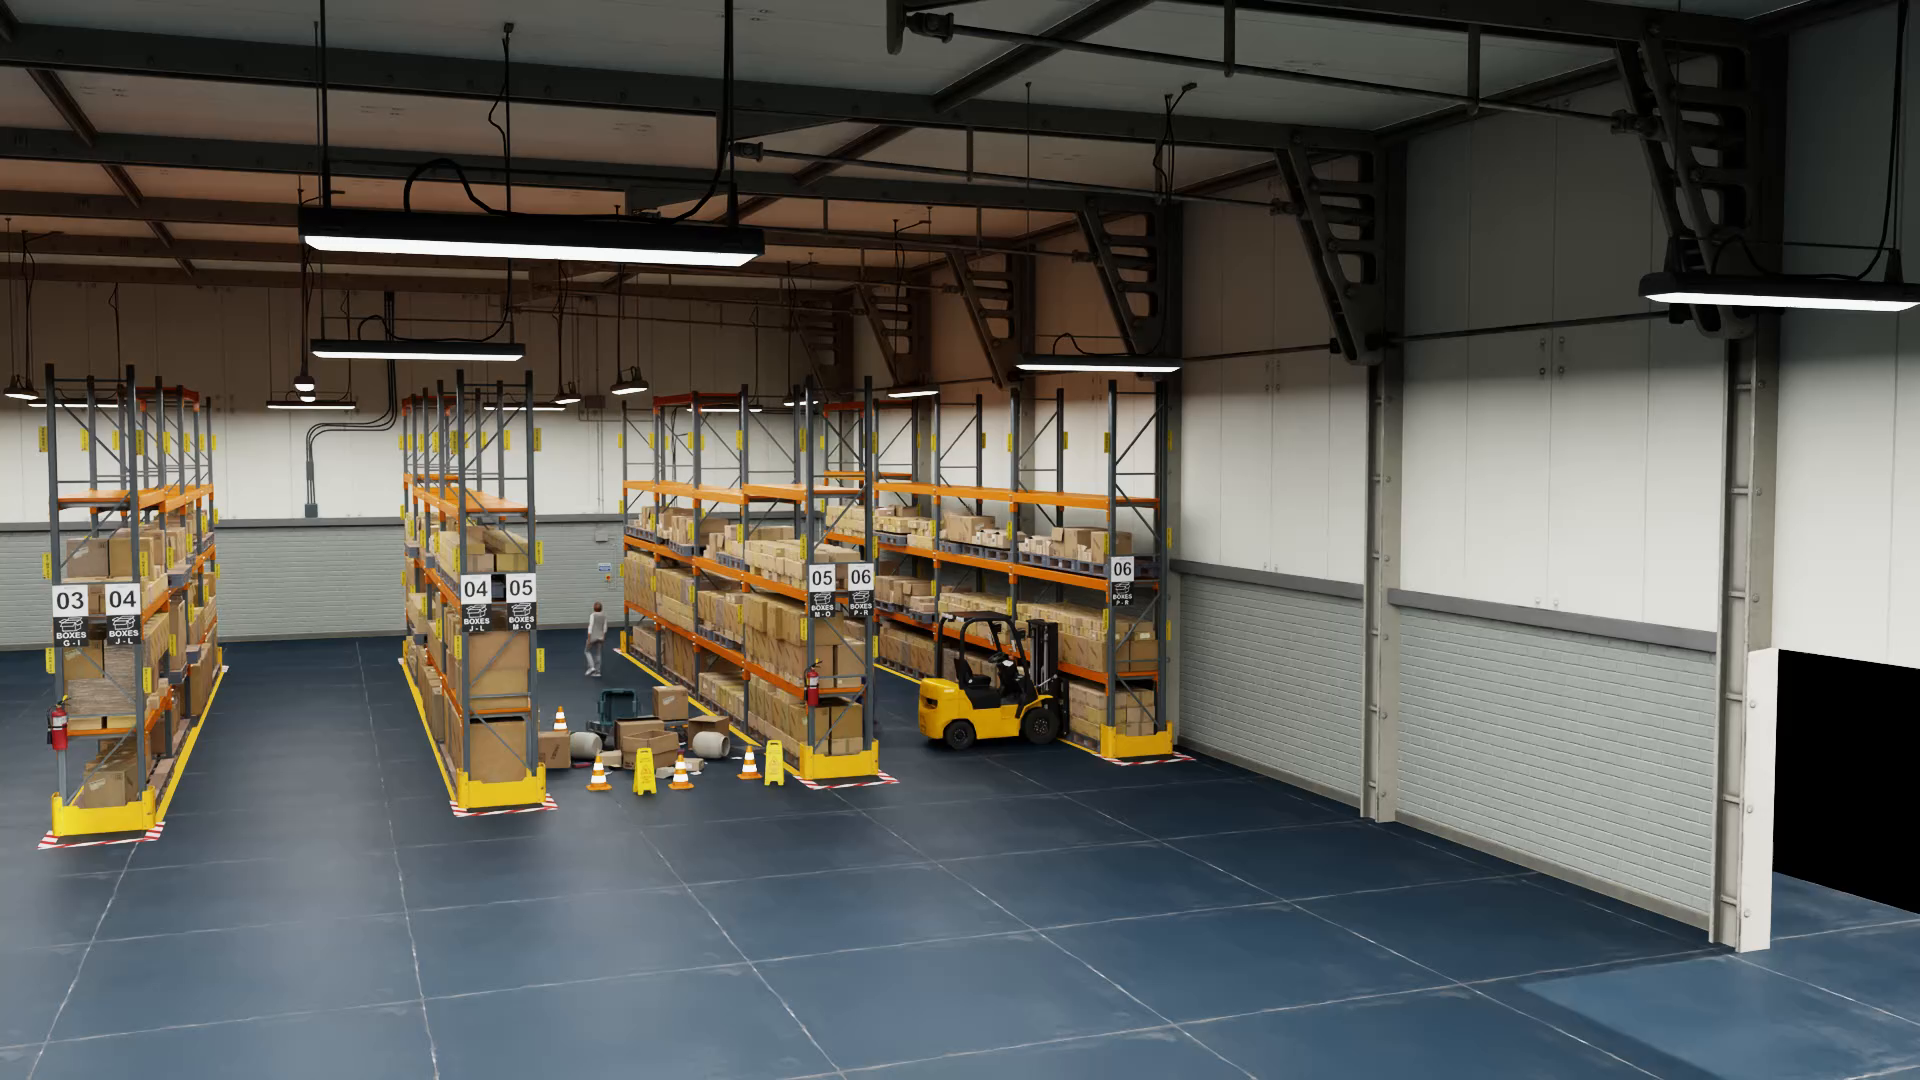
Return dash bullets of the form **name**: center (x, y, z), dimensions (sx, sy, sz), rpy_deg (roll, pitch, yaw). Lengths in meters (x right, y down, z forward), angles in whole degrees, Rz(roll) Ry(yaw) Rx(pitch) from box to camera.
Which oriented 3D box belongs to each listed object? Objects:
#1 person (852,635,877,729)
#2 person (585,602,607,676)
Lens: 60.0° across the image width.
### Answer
- **person**: center (-1.737, 2.479, 29.078), dimensions (0.546, 1.637, 0.462), rpy_deg (-1, 3, -12)
- **person**: center (-7.789, 2.138, 35.542), dimensions (0.508, 1.562, 0.376), rpy_deg (-2, 4, -33)
